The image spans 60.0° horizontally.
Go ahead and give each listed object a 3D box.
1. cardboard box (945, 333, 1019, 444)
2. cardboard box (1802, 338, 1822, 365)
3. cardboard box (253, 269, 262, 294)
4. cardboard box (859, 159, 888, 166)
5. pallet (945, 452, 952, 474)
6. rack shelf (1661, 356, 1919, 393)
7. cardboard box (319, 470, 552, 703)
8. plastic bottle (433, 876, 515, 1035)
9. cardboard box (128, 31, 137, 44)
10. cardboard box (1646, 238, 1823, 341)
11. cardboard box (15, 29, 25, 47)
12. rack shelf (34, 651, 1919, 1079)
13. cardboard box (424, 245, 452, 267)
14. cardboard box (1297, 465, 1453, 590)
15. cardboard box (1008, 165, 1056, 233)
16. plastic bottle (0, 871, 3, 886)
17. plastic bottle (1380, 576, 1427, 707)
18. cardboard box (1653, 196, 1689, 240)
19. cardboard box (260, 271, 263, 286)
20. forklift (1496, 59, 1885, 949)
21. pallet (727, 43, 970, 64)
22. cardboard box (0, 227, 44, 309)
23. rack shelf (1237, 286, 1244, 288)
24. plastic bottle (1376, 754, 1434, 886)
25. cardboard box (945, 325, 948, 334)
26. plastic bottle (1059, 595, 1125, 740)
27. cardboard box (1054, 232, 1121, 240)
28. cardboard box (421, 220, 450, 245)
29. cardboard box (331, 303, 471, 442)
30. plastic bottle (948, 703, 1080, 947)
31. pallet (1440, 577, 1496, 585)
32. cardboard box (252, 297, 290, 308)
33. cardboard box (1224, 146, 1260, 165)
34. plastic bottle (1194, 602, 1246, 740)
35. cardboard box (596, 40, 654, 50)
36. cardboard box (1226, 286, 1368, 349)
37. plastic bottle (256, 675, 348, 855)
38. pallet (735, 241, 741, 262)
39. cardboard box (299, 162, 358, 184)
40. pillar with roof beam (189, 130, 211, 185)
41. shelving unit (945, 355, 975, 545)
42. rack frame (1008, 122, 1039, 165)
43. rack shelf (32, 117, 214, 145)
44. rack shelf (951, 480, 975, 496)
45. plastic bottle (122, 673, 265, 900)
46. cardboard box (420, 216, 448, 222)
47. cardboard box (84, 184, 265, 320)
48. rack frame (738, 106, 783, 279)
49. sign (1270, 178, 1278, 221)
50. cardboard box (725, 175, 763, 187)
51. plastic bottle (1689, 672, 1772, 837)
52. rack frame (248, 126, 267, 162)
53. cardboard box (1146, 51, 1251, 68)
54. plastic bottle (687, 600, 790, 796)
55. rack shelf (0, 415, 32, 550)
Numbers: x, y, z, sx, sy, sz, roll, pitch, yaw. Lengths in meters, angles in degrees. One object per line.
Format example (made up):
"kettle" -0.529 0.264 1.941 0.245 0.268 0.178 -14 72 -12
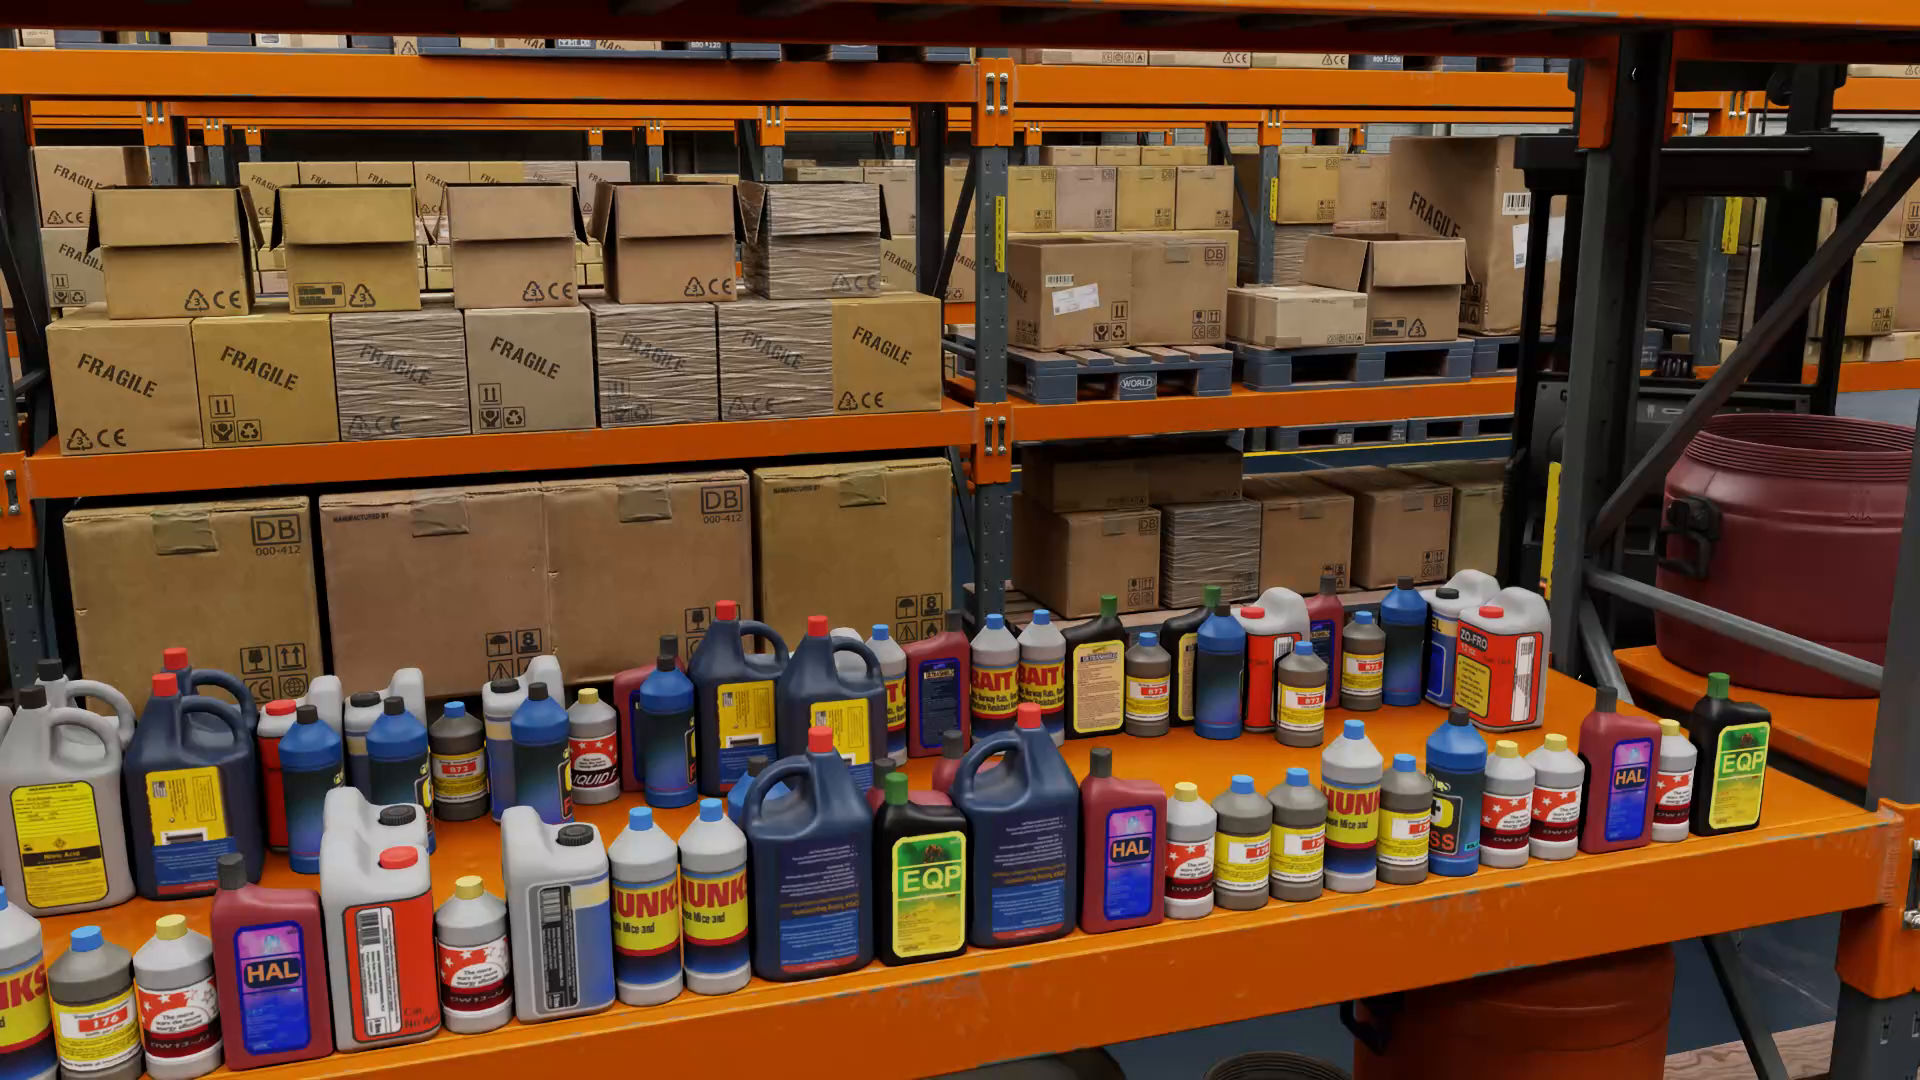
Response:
"cardboard box" -0.057 -1.197 13.146 0.750 0.750 1.050 -4 14 -17
"cardboard box" 4.556 -1.064 9.178 0.250 0.149 0.380 -4 14 -18
"cardboard box" -4.761 -1.712 10.991 0.250 0.149 0.380 -5 14 -21
"cardboard box" -0.929 -4.023 17.906 0.250 0.149 0.380 -4 14 -15
"pallet" -0.719 -0.682 13.052 1.213 0.211 1.003 -4 14 -18
"rack shelf" 5.682 -0.994 9.894 4.000 0.370 1.077 -4 14 -18
"cardboard box" -2.349 0.106 7.400 0.875 0.875 1.225 -5 14 -20
"plastic bottle" -0.659 0.556 2.255 0.097 0.201 0.097 0 13 0
"cardboard box" -7.580 -4.543 15.438 0.500 0.500 0.500 -4 14 -17
"cardboard box" 4.233 -1.409 9.227 0.500 0.500 0.875 -4 14 -18
"cardboard box" -6.135 -3.205 10.397 0.500 0.250 0.500 -5 14 -20
"rack shelf" -0.320 0.683 2.845 4.000 0.370 1.077 -4 14 -18
"cardboard box" -3.519 -1.954 11.369 0.250 0.149 0.380 -5 14 -19
"cardboard box" 2.210 -0.081 8.953 0.500 0.500 0.700 -6 15 -23
"cardboard box" 0.387 -2.676 13.035 0.500 0.500 0.700 -5 14 -19
"plastic bottle" -1.542 0.476 2.589 0.097 0.201 0.097 0 13 0
"plastic bottle" 0.944 0.211 3.550 0.097 0.271 0.097 0 13 0
"cardboard box" 4.126 -1.970 9.422 0.500 0.500 0.500 -4 14 -18
"cardboard box" -4.968 -1.856 11.599 0.250 0.149 0.380 -5 14 -19
"forklift" 2.521 -0.388 5.938 1.130 2.935 3.031 6 15 23
"pallet" -0.598 -2.209 7.375 1.003 0.211 1.213 -4 14 -15
"cardboard box" -6.142 -1.759 10.696 0.500 0.500 0.500 -5 14 -20
"rack shelf" 4.196 -2.089 14.499 4.000 0.370 1.077 -4 14 -18
"plastic bottle" 0.717 0.448 2.705 0.097 0.201 0.097 0 13 0
"cardboard box" -0.550 -2.203 18.192 0.625 0.372 0.950 -4 14 -15
"plastic bottle" 0.263 0.254 3.345 0.133 0.283 0.061 -4 14 -18
"cardboard box" 0.934 -2.169 13.061 0.500 0.500 0.500 -4 14 -17
"cardboard box" -3.536 -2.097 11.325 0.250 0.149 0.380 -4 14 -16
"cardboard box" -2.329 -0.708 6.920 0.500 0.500 0.500 -5 14 -19
"plastic bottle" 0.081 0.420 2.504 0.185 0.351 0.144 -4 14 -18
"pallet" 3.049 0.218 9.270 1.213 0.211 1.003 -4 14 -18
"cardboard box" -2.968 -0.784 7.241 0.500 0.500 0.500 -4 14 -16
"cardboard box" 3.070 -4.163 18.644 0.500 0.500 0.700 -5 14 -19
"plastic bottle" 0.524 0.259 3.351 0.097 0.271 0.097 0 13 0
"cardboard box" -2.420 -3.367 11.617 0.500 0.500 0.500 -4 14 -18
"cardboard box" 1.658 -1.106 8.226 0.500 0.250 0.500 -5 14 -20
"plastic bottle" -1.121 0.377 2.846 0.135 0.276 0.152 -4 14 -18
"pallet" -2.523 -3.057 17.428 1.003 0.211 1.213 -4 14 -18
"cardboard box" -5.974 -3.328 15.773 0.500 0.500 0.500 -5 14 -18
"pillar with roof beam" -8.117 -5.988 16.373 0.400 9.000 9.100 -4 14 -18
"shelving unit" 0.014 -0.585 10.508 0.189 1.200 0.258 -4 14 -18
"rack frame" 0.626 -3.370 18.328 0.127 3.000 1.000 -4 14 -18
"rack shelf" -8.852 -3.741 14.961 4.000 0.370 1.077 -4 14 -18
"rack shelf" 0.014 -0.308 10.574 0.180 0.103 0.258 -4 14 -18
"plastic bottle" -1.228 0.383 2.658 0.185 0.351 0.144 -4 14 -18
"cardboard box" -3.728 -2.241 11.933 0.250 0.149 0.380 -5 14 -21
"cardboard box" -3.193 -1.192 6.786 0.637 0.503 0.797 -5 14 -20
"rack frame" -1.490 -1.996 12.554 0.127 3.000 1.000 -4 14 -18
"sign" 2.483 -2.698 13.173 0.005 0.325 0.100 -4 14 -18
"cardboard box" -2.173 -3.495 17.087 0.500 0.500 0.500 -4 14 -15
"plastic bottle" 1.328 0.365 2.877 0.133 0.283 0.061 -4 14 -18
"rack frame" -8.543 -3.868 20.421 0.127 3.000 1.000 -4 14 -18
"cardboard box" 1.009 -2.304 7.689 0.500 0.250 0.500 -4 14 -17
"plastic bottle" -0.405 0.283 3.076 0.185 0.351 0.144 -4 14 -18
"rack shelf" -5.691 -0.108 6.171 4.000 0.370 1.077 -4 14 -18
